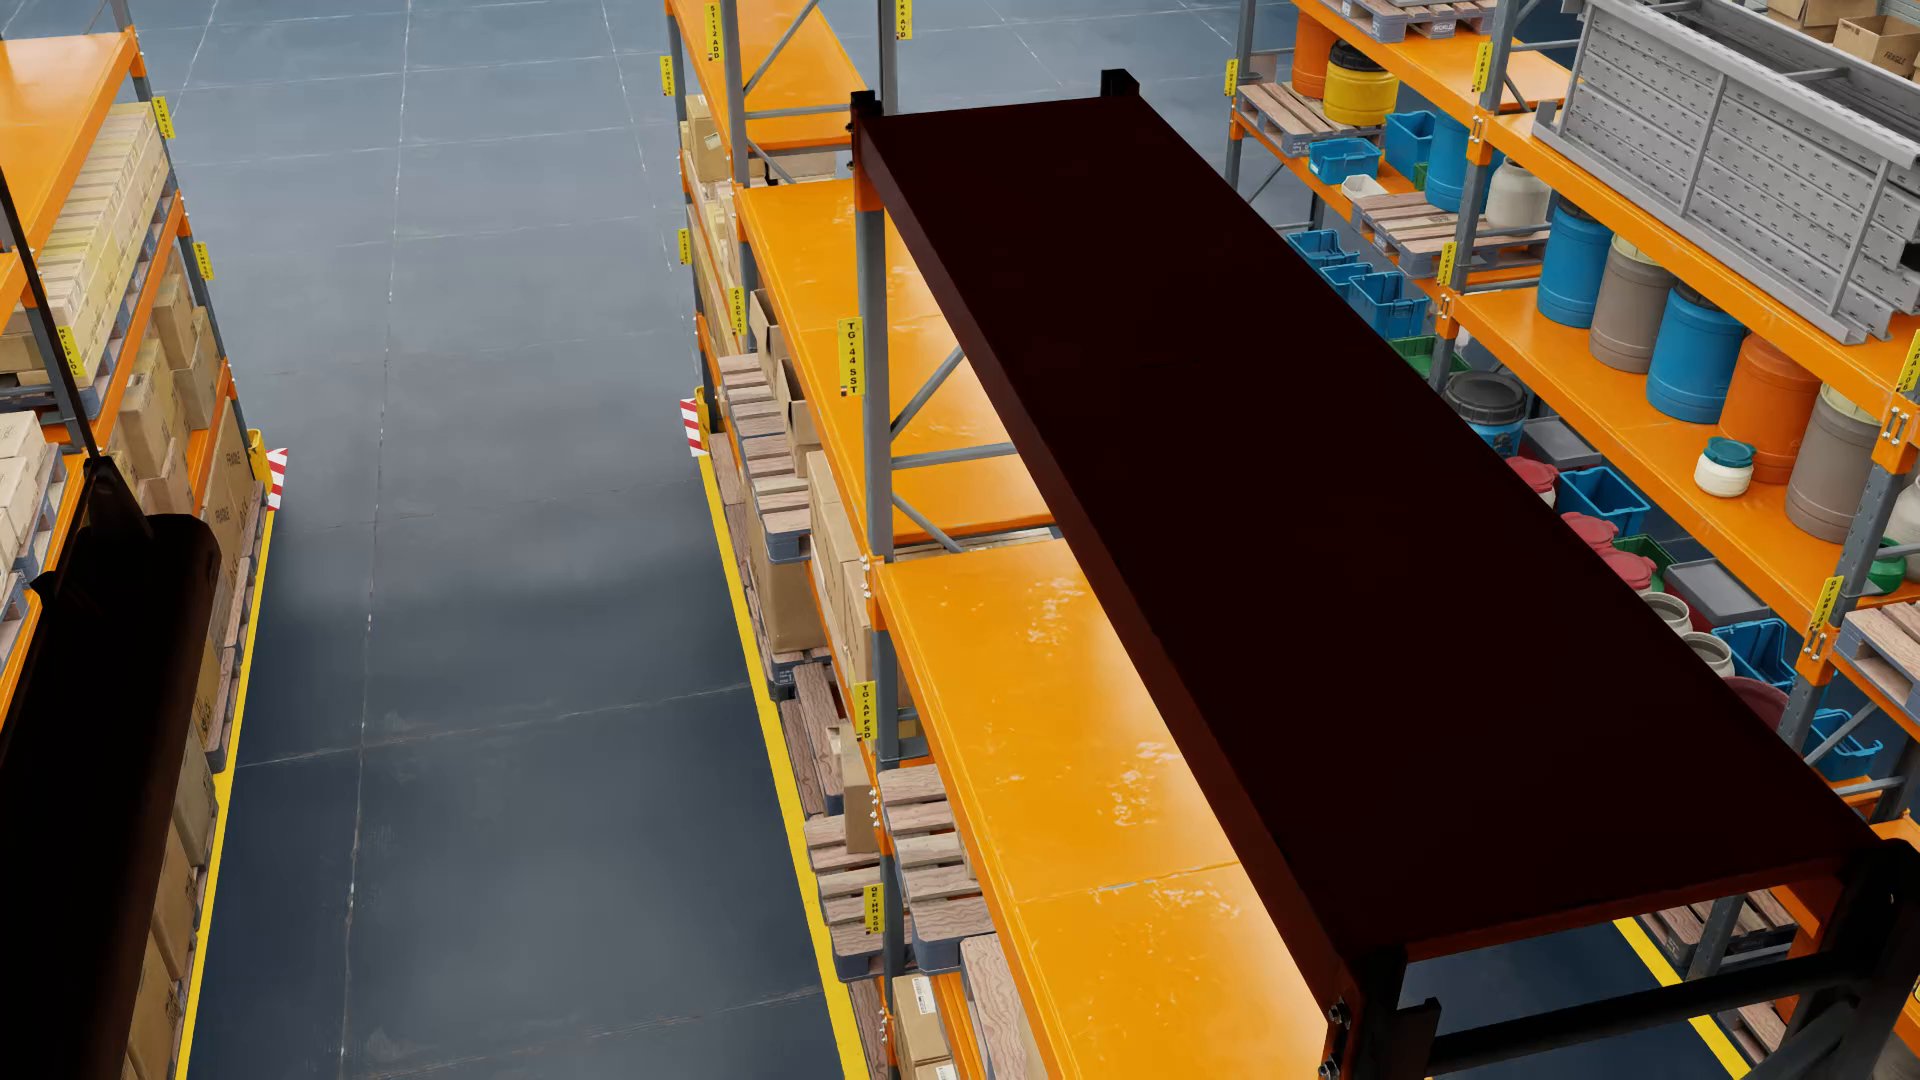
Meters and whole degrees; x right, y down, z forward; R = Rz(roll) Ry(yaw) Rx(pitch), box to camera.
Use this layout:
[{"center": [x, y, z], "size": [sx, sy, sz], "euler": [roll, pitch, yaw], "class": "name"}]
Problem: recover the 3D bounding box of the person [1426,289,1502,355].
[{"center": [4.652, -2.138, 15.671], "size": [0.609, 1.803, 0.731], "euler": [-15, 37, -20], "class": "person"}]
